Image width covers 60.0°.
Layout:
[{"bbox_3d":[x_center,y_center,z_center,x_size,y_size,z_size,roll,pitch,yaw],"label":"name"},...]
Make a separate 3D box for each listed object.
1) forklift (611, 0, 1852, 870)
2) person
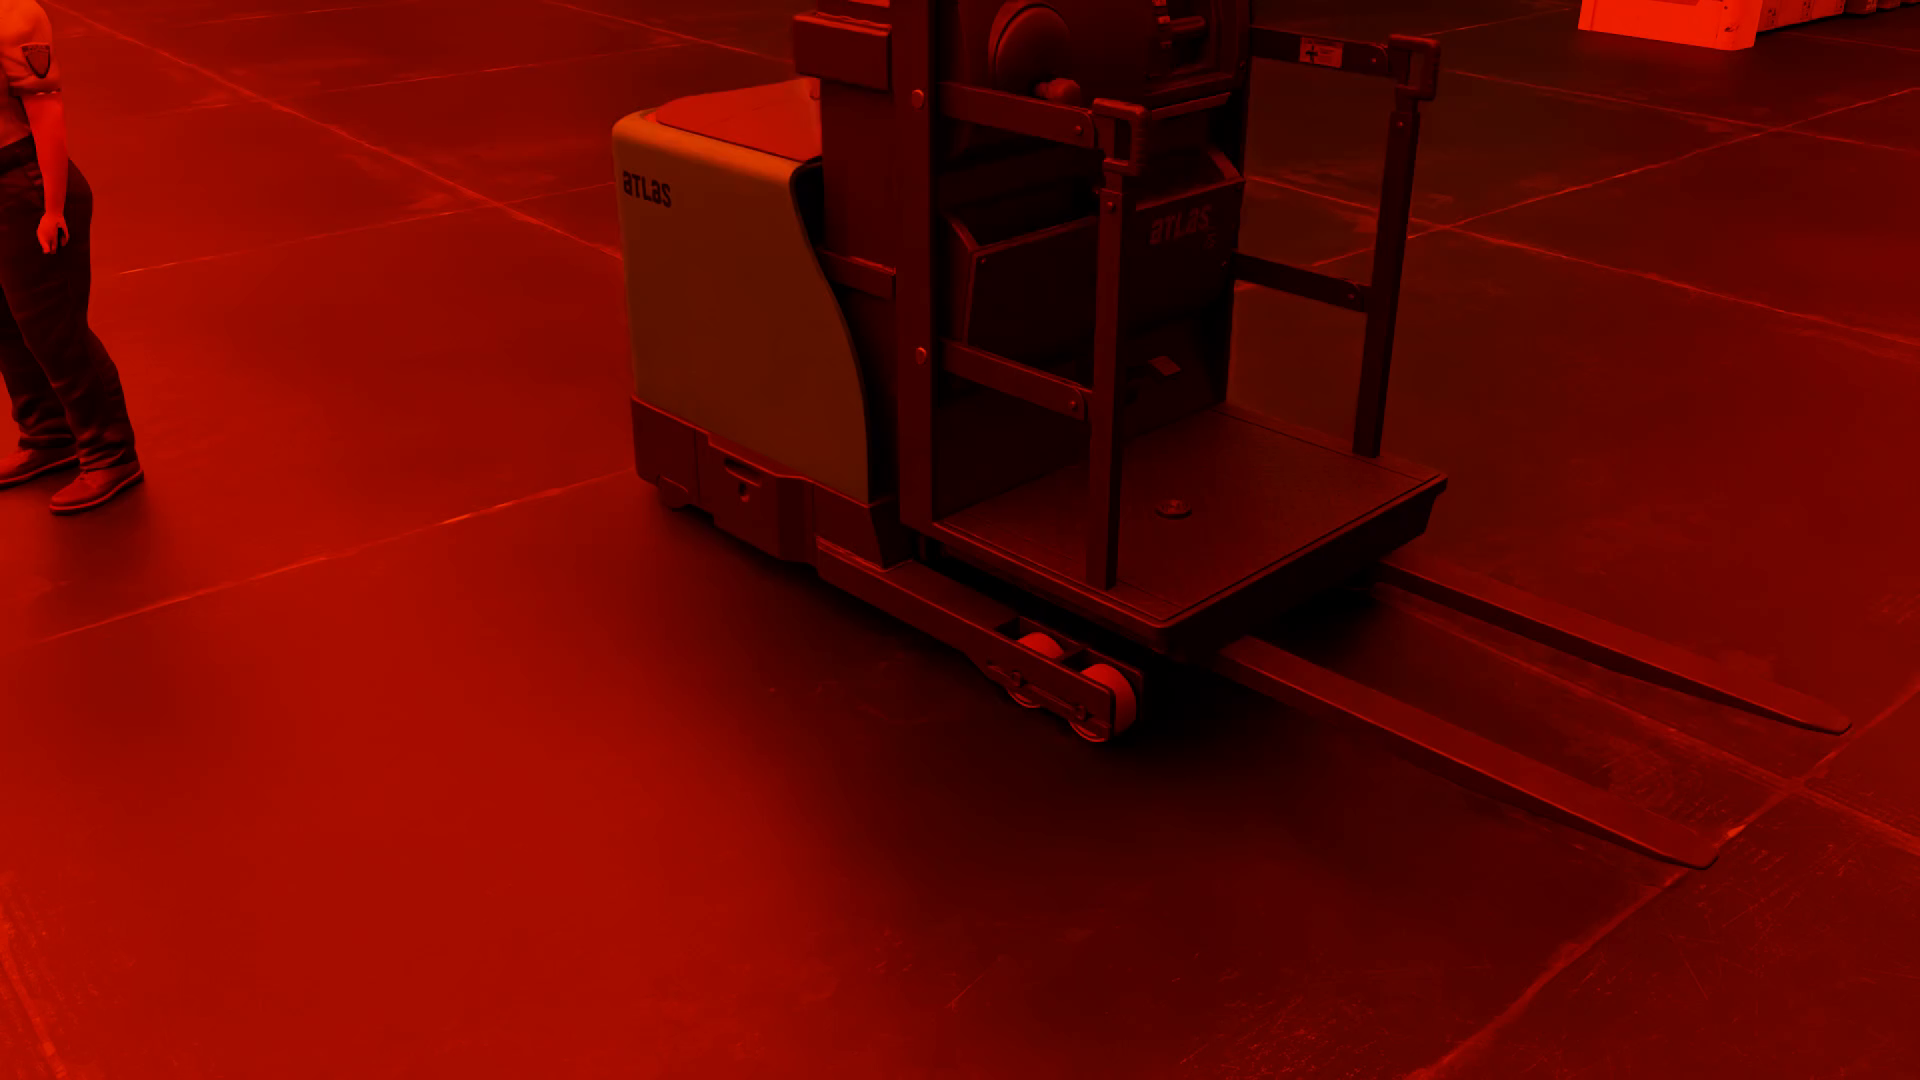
[{"bbox_3d":[0.465,-1.133,3.487,1.130,2.935,3.031,-23,35,-39],"label":"forklift"},{"bbox_3d":[-2.579,-0.904,4.479,0.481,1.650,0.359,14,30,27],"label":"person"}]
